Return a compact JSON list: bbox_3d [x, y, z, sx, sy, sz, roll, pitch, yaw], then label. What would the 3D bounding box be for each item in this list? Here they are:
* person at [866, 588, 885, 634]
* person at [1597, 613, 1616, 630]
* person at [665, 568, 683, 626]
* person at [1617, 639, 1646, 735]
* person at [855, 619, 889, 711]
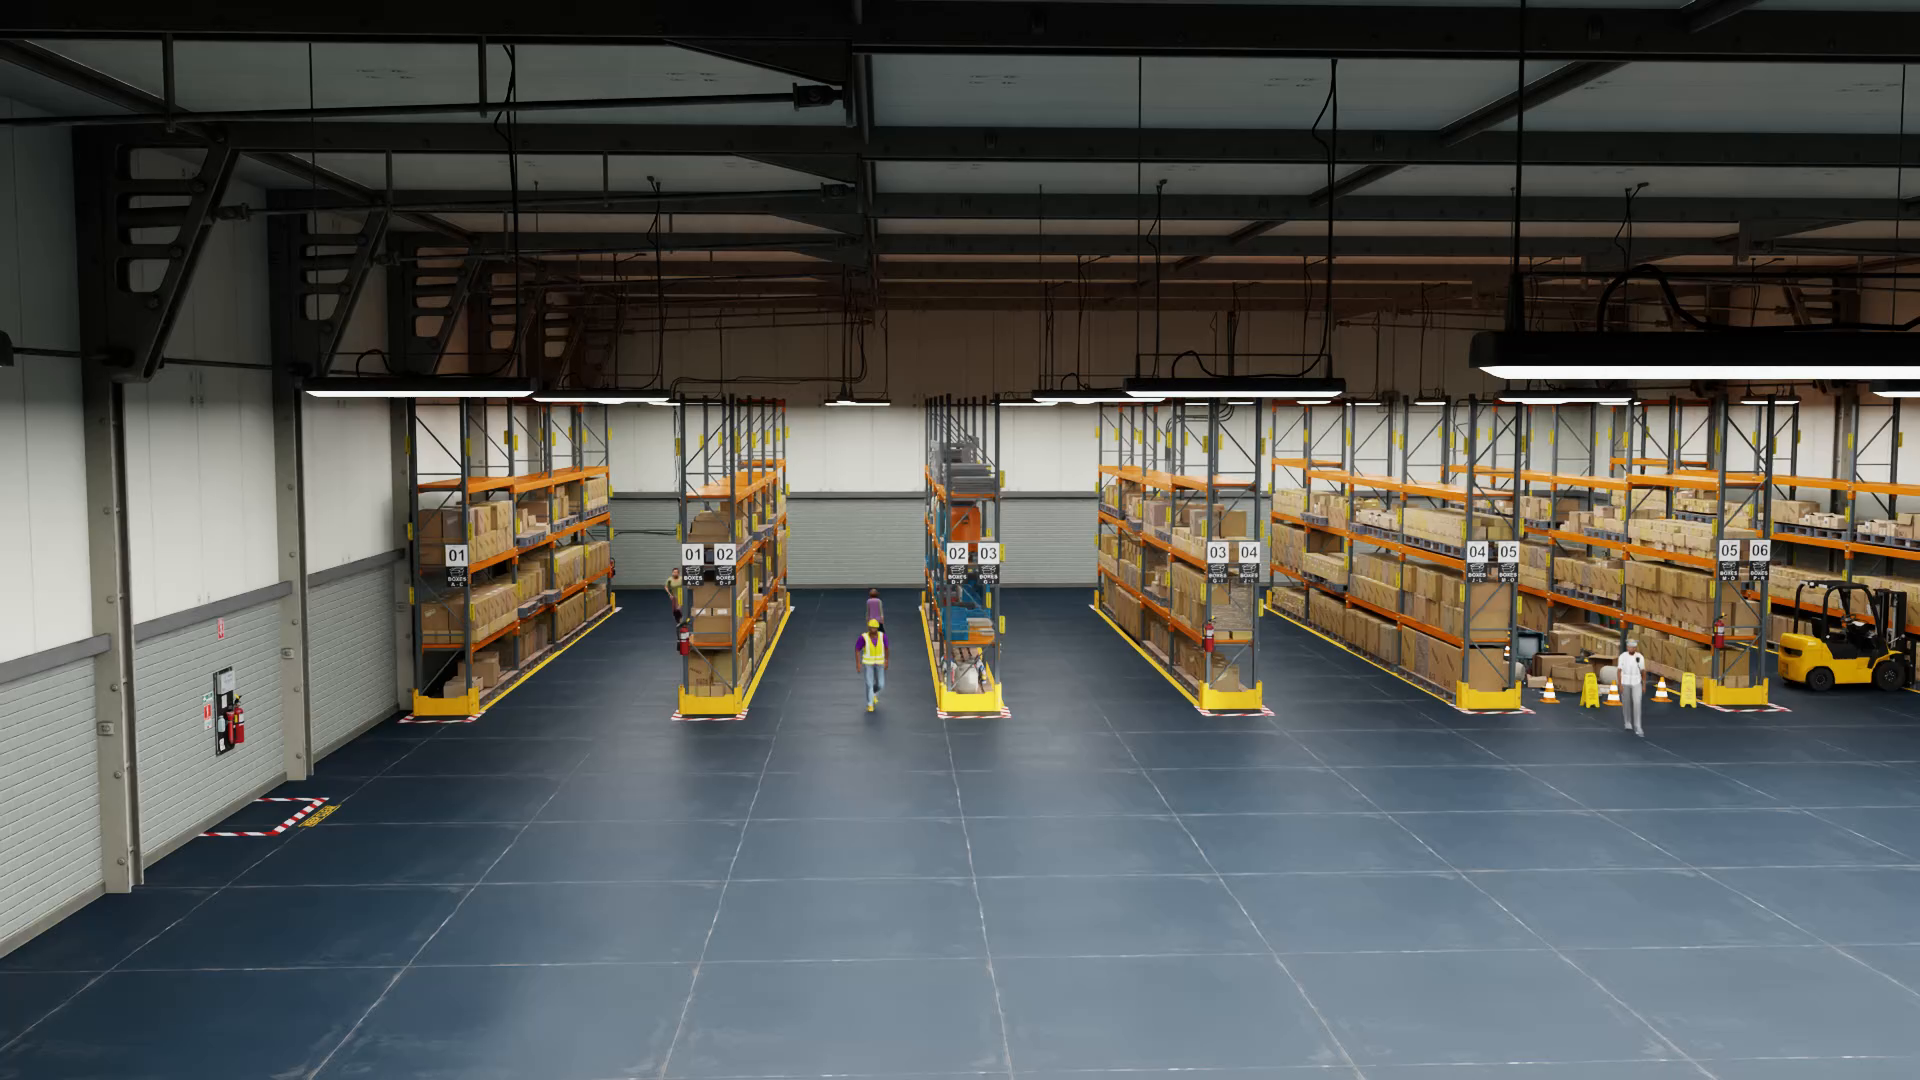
[{"bbox_3d":[-1.964,1.923,38.152,0.449,1.585,0.445,2,5,22],"label":"person"},{"bbox_3d":[16.195,1.552,41.608,0.573,1.787,0.551,0,5,-4],"label":"person"},{"bbox_3d":[-7.413,1.496,43.575,0.569,1.579,0.691,0,5,6],"label":"person"},{"bbox_3d":[11.855,2.559,29.352,0.493,1.644,0.882,2,5,26],"label":"person"},{"bbox_3d":[-1.687,2.356,31.698,0.659,1.743,0.656,-1,5,-18],"label":"person"}]
